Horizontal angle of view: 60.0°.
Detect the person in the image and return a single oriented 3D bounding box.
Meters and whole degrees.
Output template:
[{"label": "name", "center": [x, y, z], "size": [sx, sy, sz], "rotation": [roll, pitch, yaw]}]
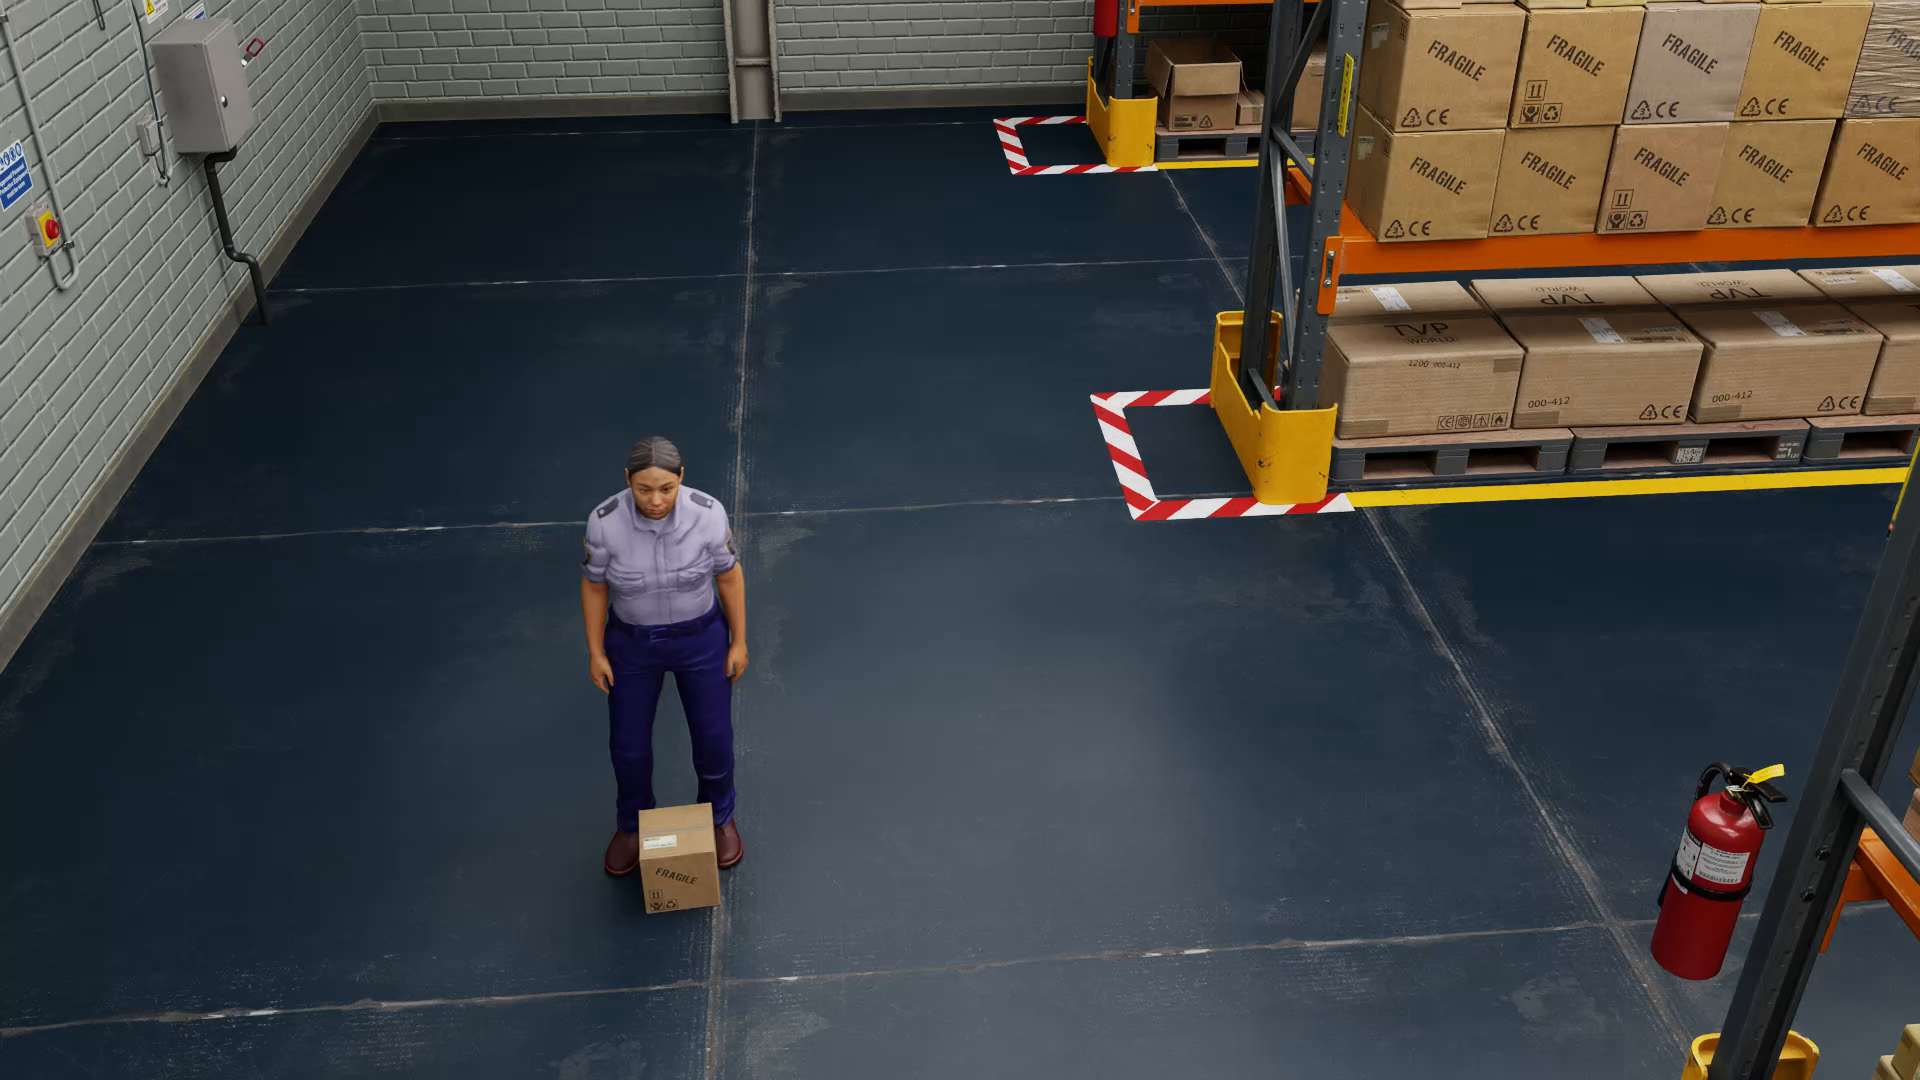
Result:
[{"label": "person", "center": [-0.986, 0.367, 5.538], "size": [0.563, 1.651, 0.375], "rotation": [-5, 32, -8]}]
